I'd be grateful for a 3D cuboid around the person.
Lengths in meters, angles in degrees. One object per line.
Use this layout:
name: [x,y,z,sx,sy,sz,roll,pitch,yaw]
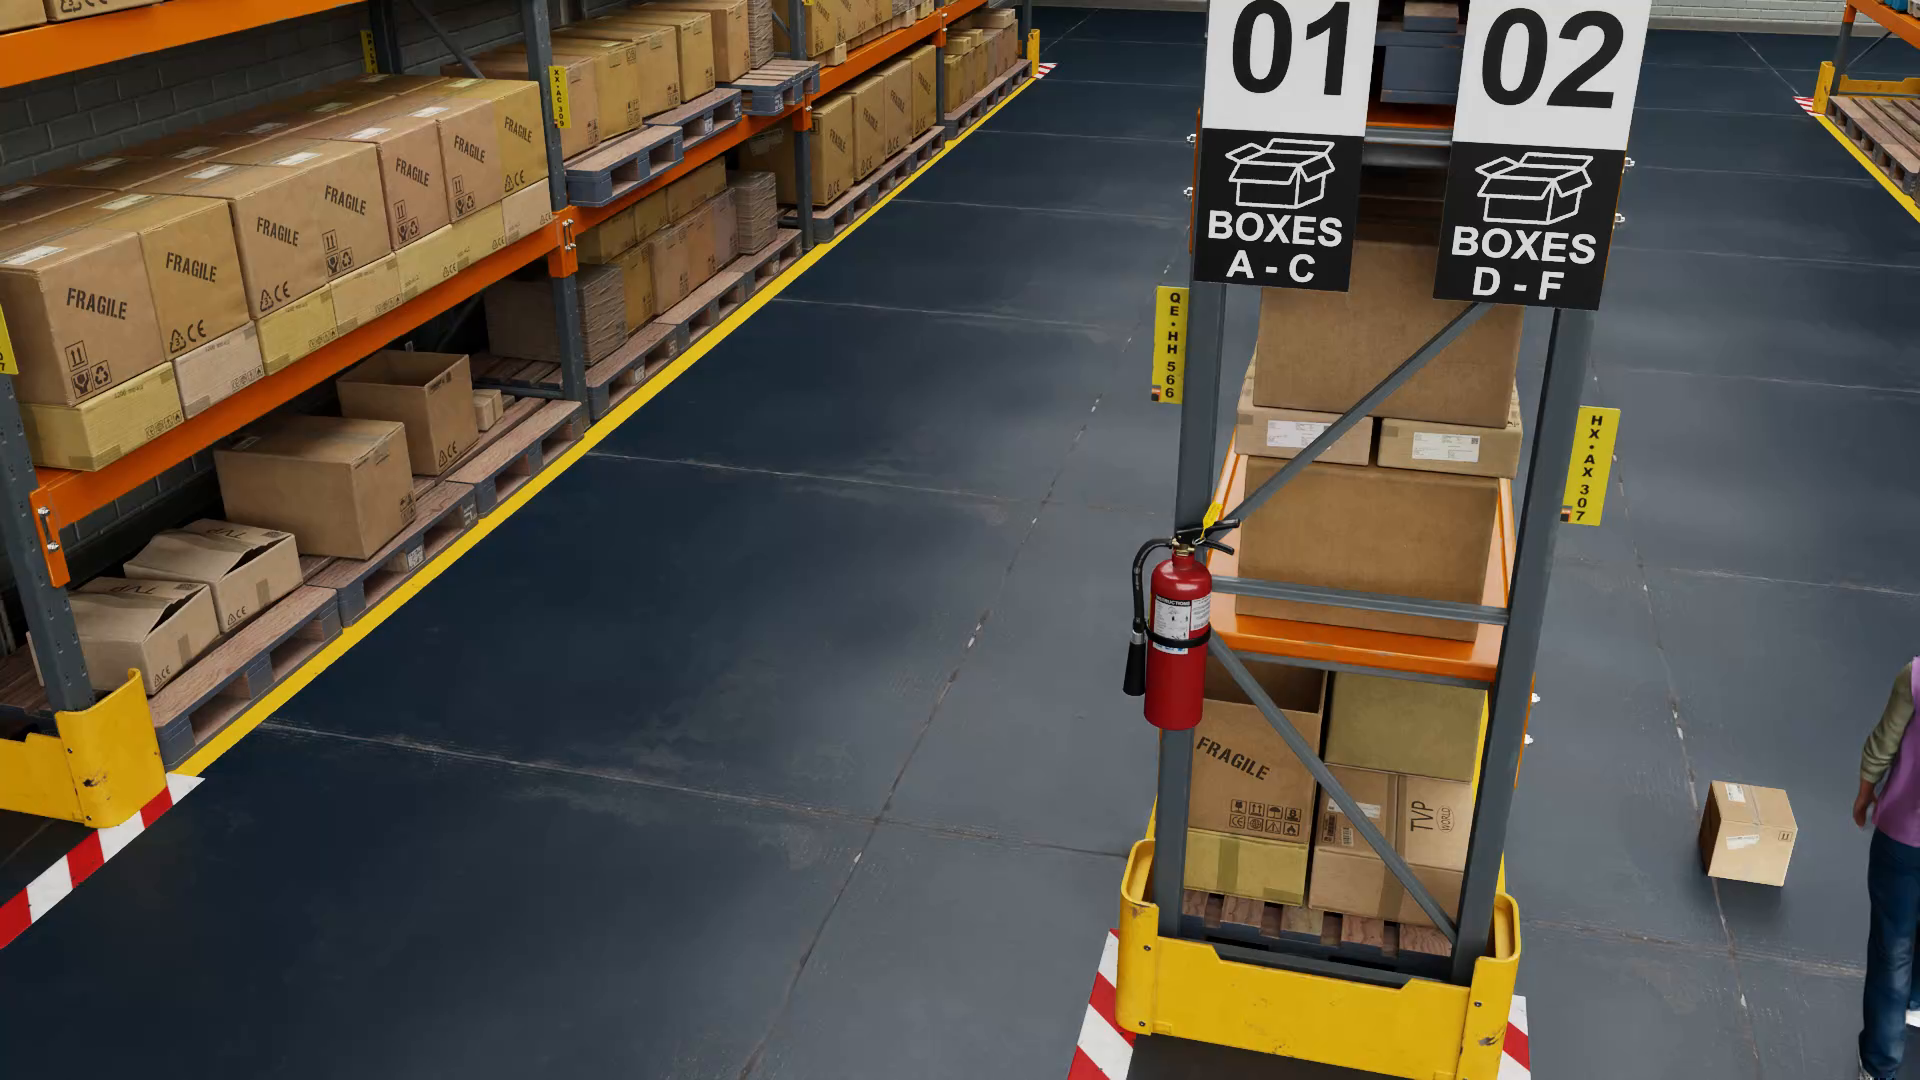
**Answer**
person: [2.825,0.878,4.821,0.462,1.644,0.569,8,27,17]
